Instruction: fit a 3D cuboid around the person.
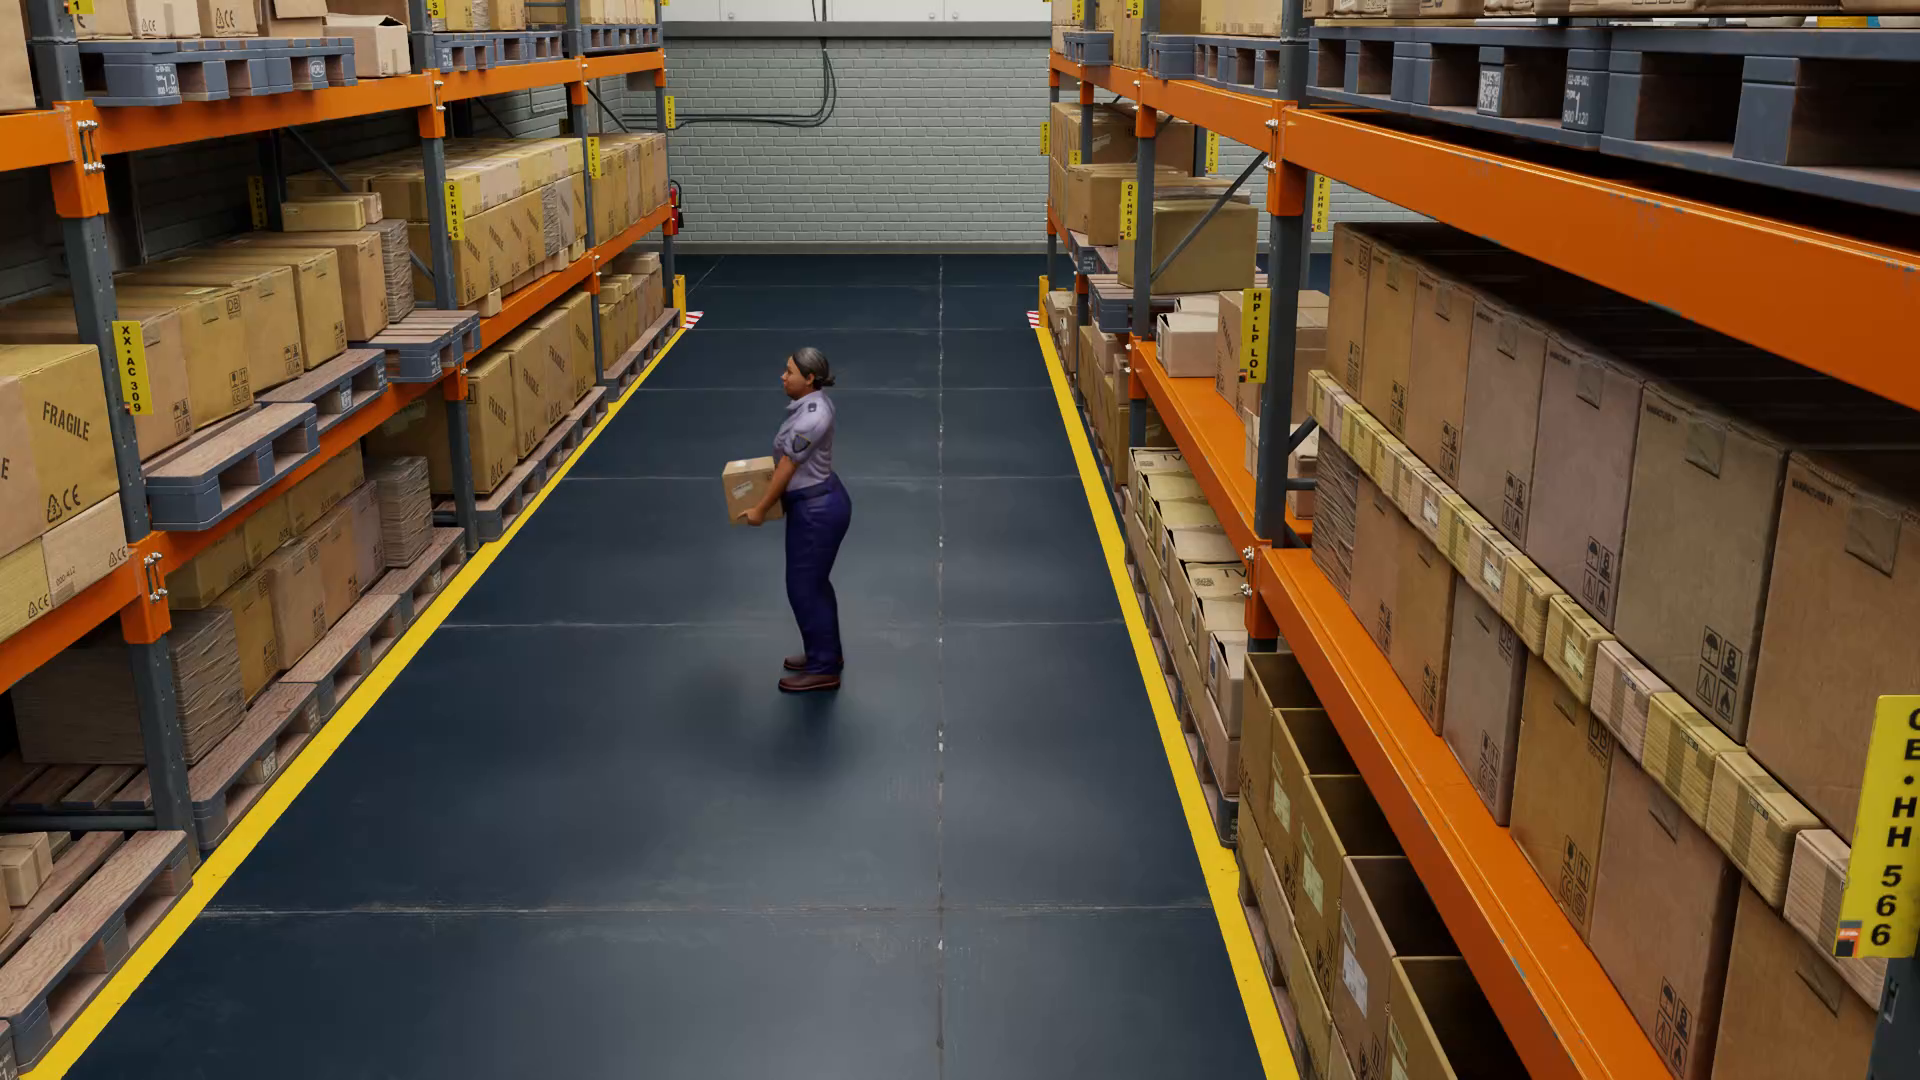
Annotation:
[{"bbox_3d":[-0.786,-0.101,7.934,0.531,1.634,0.435,0,17,-2],"label":"person"}]
